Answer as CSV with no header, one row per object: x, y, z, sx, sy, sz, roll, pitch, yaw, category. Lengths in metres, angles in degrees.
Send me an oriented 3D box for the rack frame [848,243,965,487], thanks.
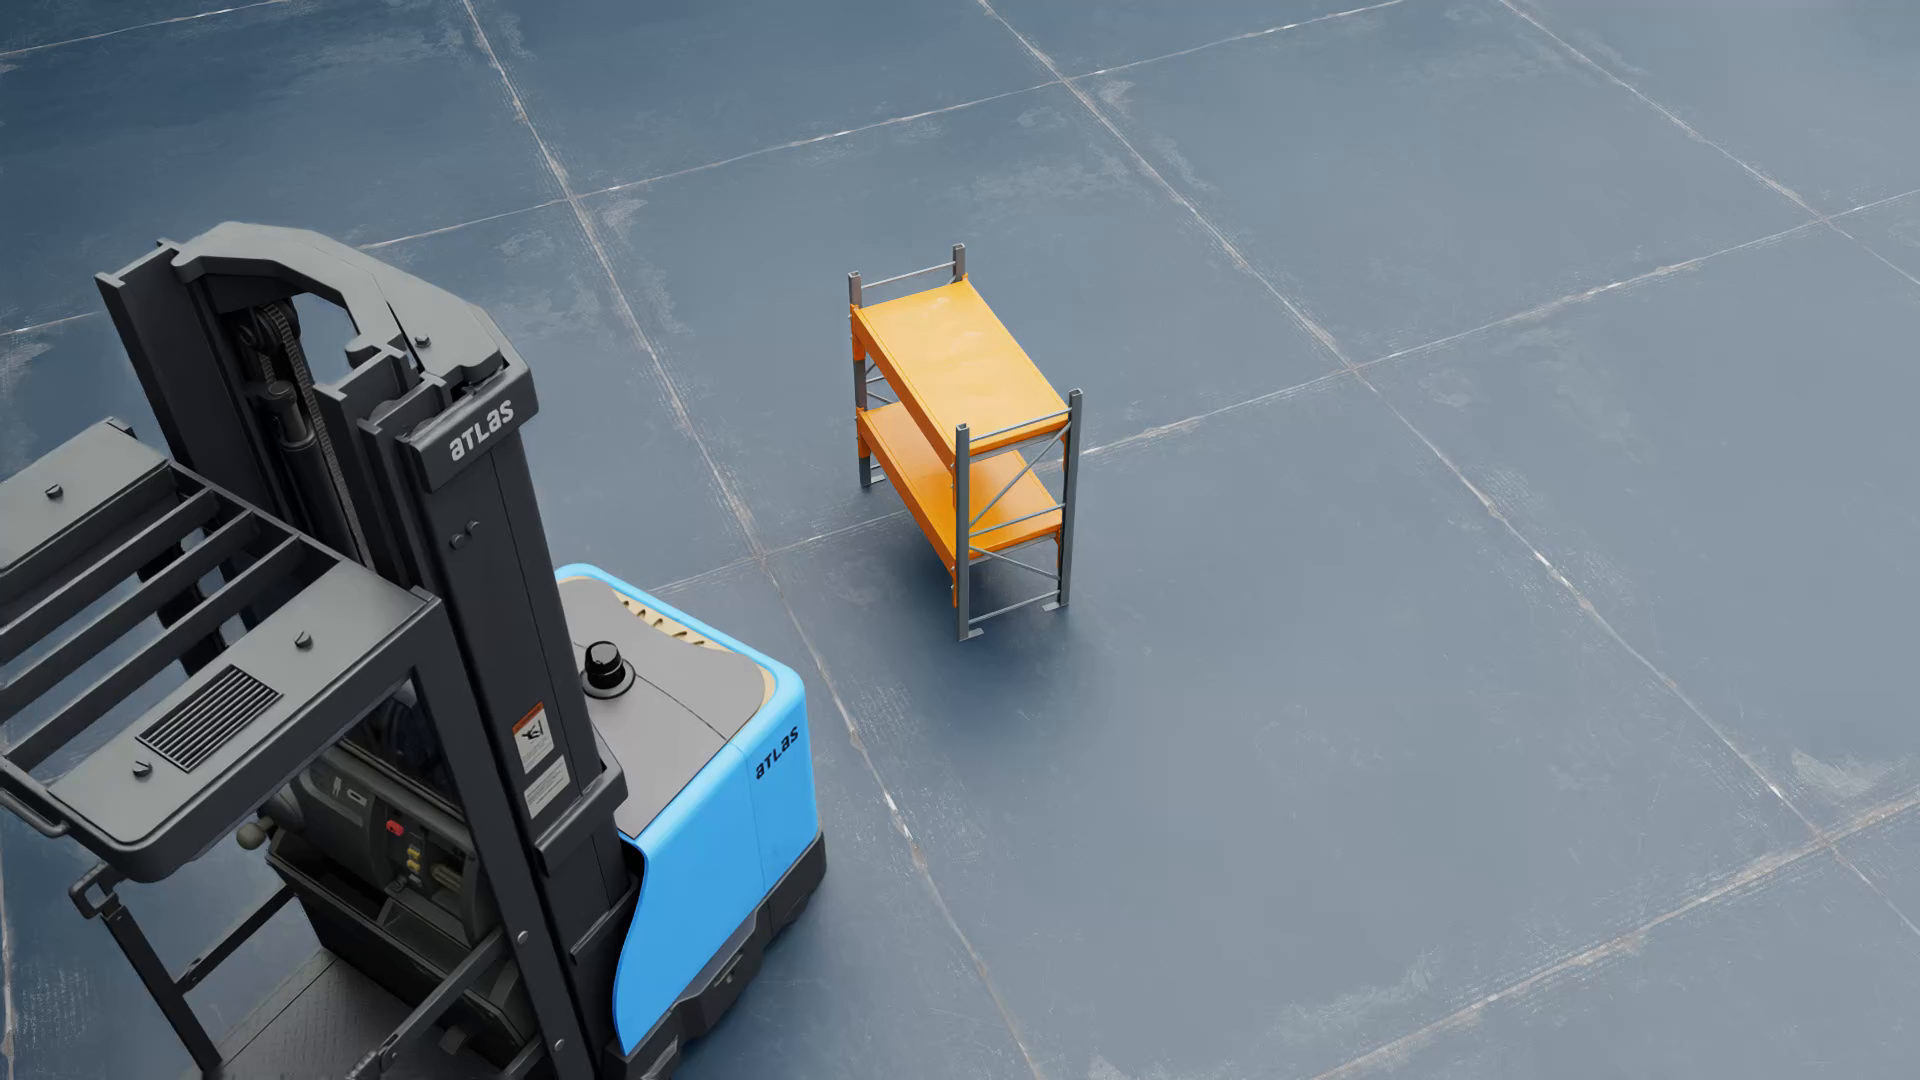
-0.211,-0.720,7.048,0.500,1.125,0.032,-18,47,-17,rack frame

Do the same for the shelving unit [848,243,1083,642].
0.003,-0.396,6.719,0.538,1.125,1.048,-18,47,-17,shelving unit

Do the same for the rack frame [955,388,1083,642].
0.217,-0.072,6.391,0.500,1.125,0.032,-18,47,-17,rack frame

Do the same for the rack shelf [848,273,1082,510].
0.003,-0.604,6.514,0.538,0.278,1.000,-18,47,-17,rack shelf

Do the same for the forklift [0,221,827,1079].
-1.696,0.826,4.195,1.130,2.935,3.031,25,50,23,forklift

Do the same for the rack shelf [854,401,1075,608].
0.003,-0.222,6.891,0.538,0.278,1.000,-18,47,-17,rack shelf
